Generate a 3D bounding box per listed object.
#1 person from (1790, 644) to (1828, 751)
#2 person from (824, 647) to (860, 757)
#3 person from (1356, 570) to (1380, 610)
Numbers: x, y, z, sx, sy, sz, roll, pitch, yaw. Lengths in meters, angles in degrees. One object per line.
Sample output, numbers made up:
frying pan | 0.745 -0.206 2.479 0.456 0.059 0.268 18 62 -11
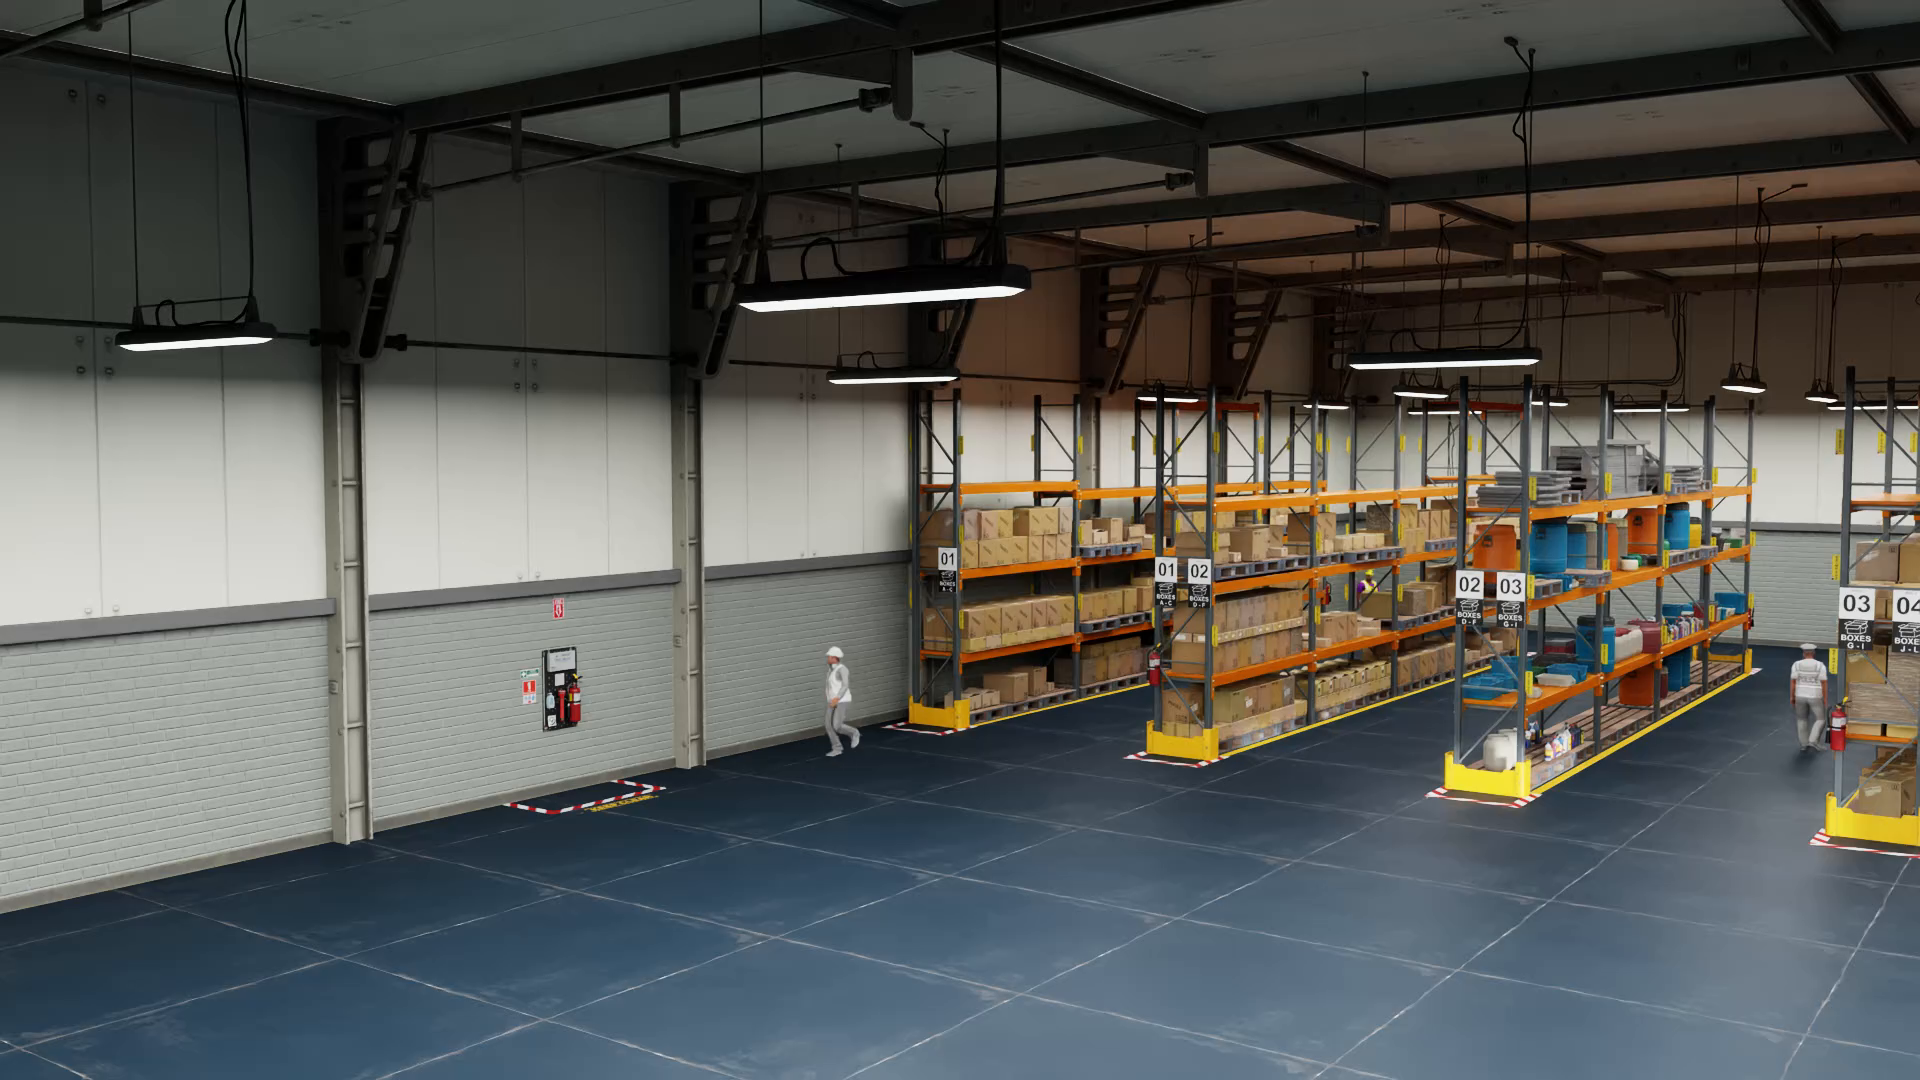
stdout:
person | 13.870 2.581 27.159 0.579 1.755 0.565 2 4 35
person | -1.927 2.605 26.876 0.625 1.749 0.592 -2 4 -34
person | 10.783 1.645 43.505 0.544 1.710 1.035 -2 4 -33
